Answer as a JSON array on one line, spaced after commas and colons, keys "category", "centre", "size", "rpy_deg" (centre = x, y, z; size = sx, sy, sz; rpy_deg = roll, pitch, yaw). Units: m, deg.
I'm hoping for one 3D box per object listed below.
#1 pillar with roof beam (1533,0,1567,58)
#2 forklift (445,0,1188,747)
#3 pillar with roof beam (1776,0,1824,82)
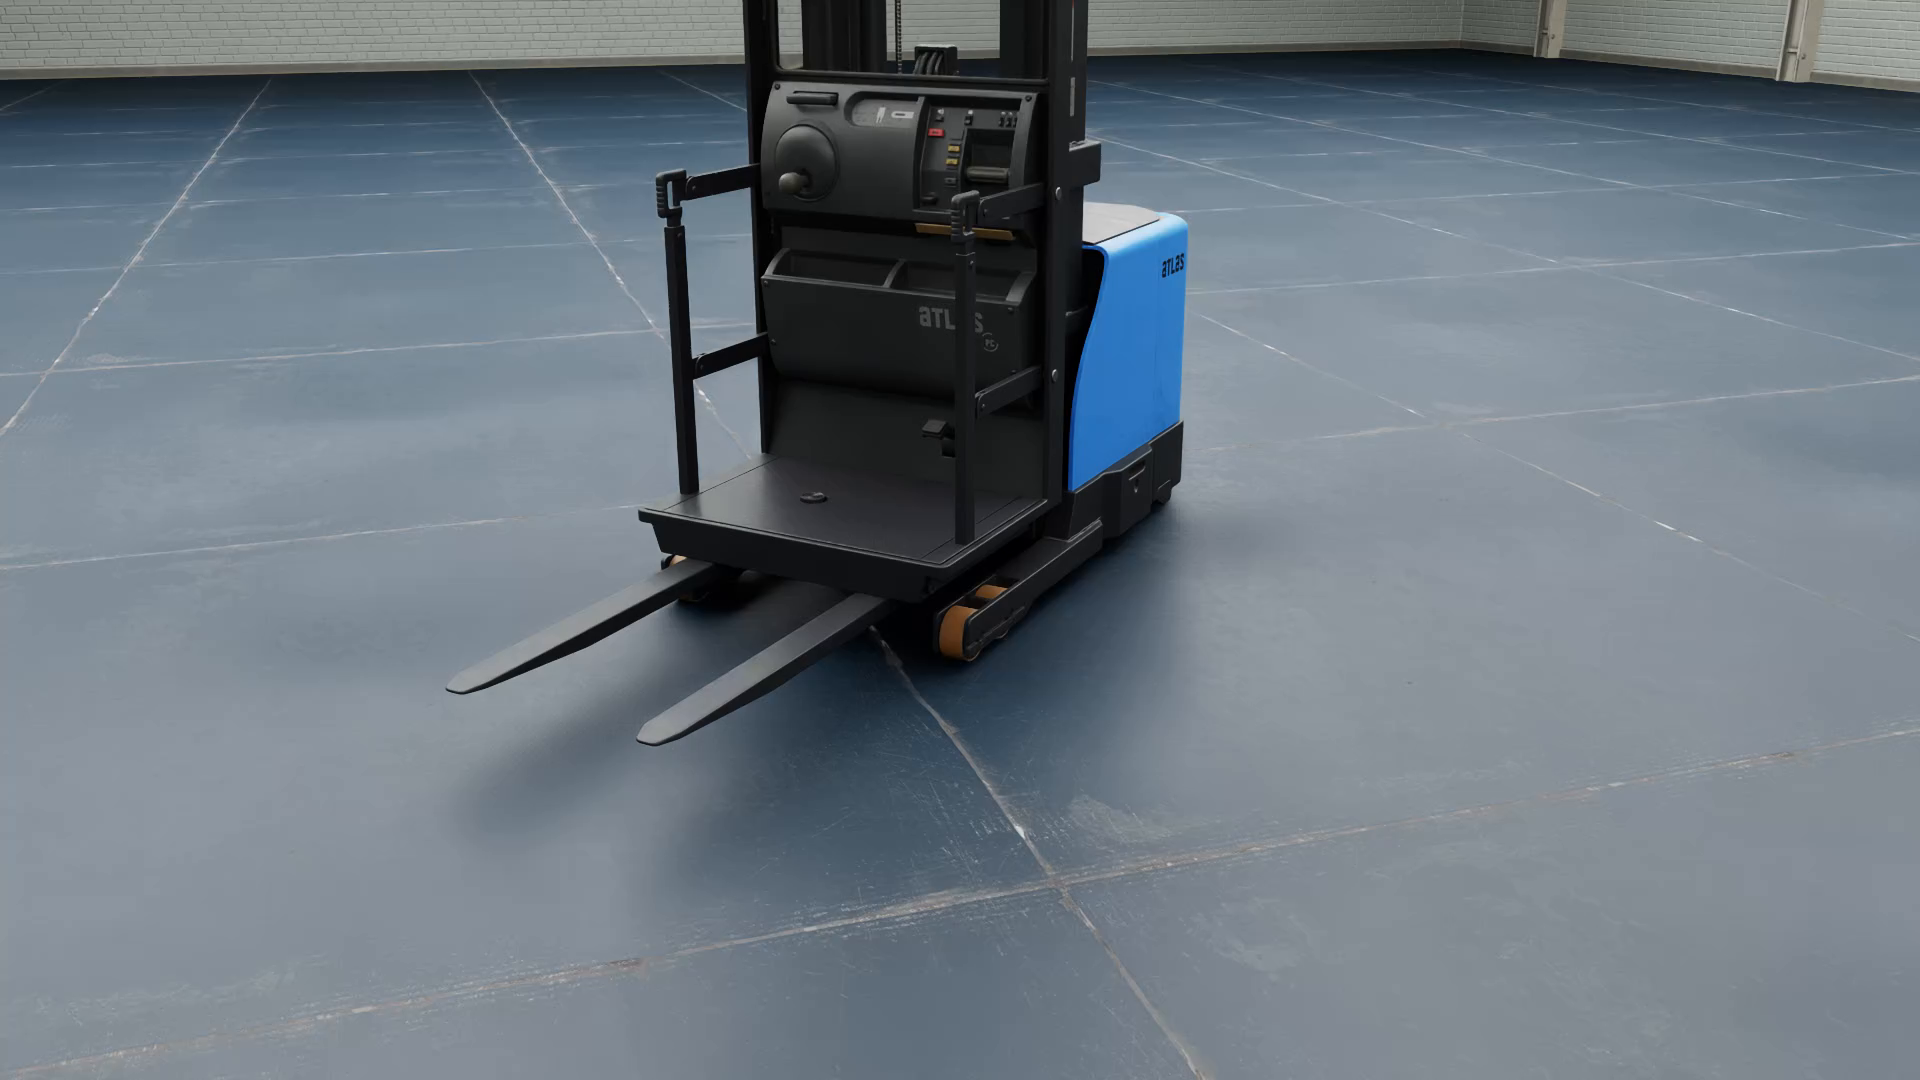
[{"category": "pillar with roof beam", "centre": [6.806, -12.741, 28.076], "size": [9.100, 9.000, 0.400], "rpy_deg": [-6, 21, -17]}, {"category": "forklift", "centre": [-0.297, -1.192, 4.898], "size": [1.130, 2.935, 3.031], "rpy_deg": [10, 22, 26]}, {"category": "pillar with roof beam", "centre": [8.692, -10.815, 22.715], "size": [9.100, 9.000, 0.400], "rpy_deg": [-6, 21, -17]}]
